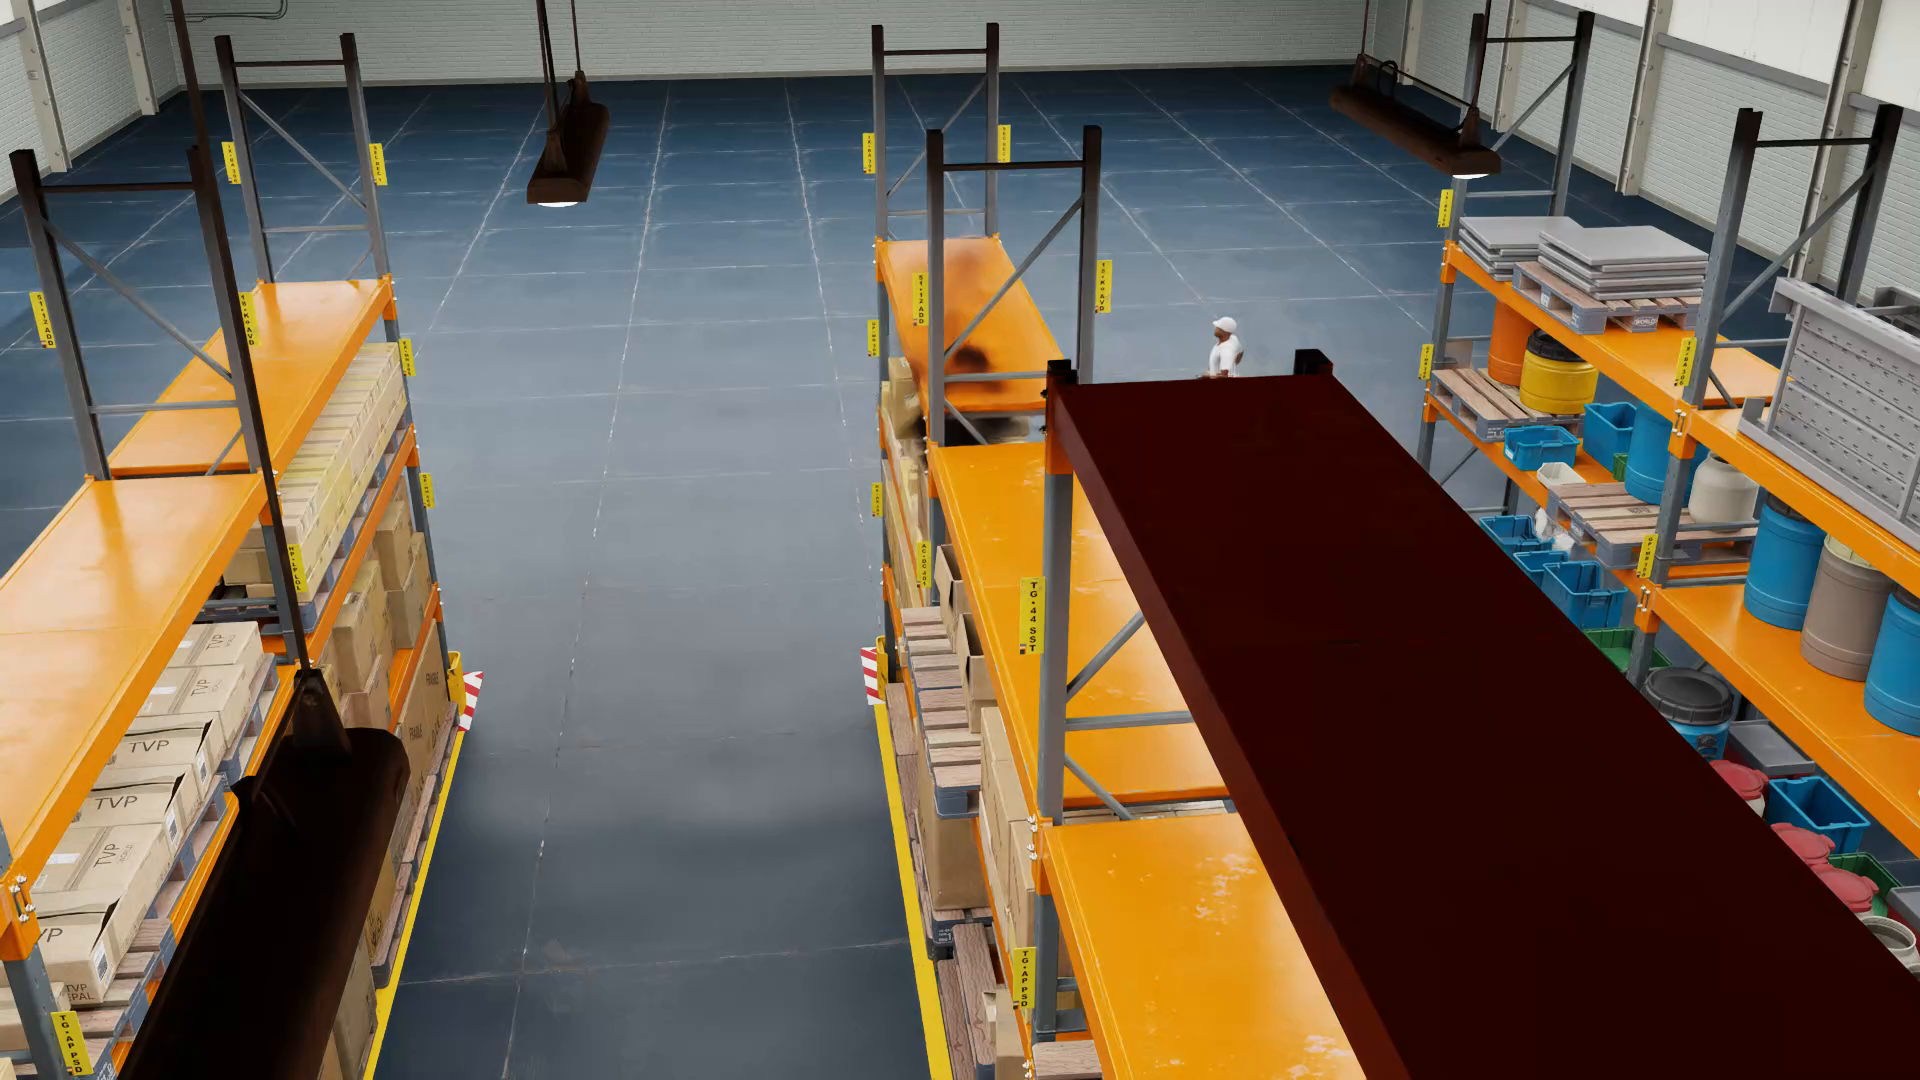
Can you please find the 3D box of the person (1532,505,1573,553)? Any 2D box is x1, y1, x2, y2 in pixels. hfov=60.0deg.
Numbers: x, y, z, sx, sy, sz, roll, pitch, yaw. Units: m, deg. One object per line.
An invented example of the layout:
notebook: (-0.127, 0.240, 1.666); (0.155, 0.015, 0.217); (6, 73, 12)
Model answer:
person: (5.841, 0.057, 16.487); (0.647, 1.637, 0.501); (-16, 30, -30)

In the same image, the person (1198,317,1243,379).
person: (3.253, -1.936, 20.593); (0.598, 1.725, 0.720); (6, 26, 13)
